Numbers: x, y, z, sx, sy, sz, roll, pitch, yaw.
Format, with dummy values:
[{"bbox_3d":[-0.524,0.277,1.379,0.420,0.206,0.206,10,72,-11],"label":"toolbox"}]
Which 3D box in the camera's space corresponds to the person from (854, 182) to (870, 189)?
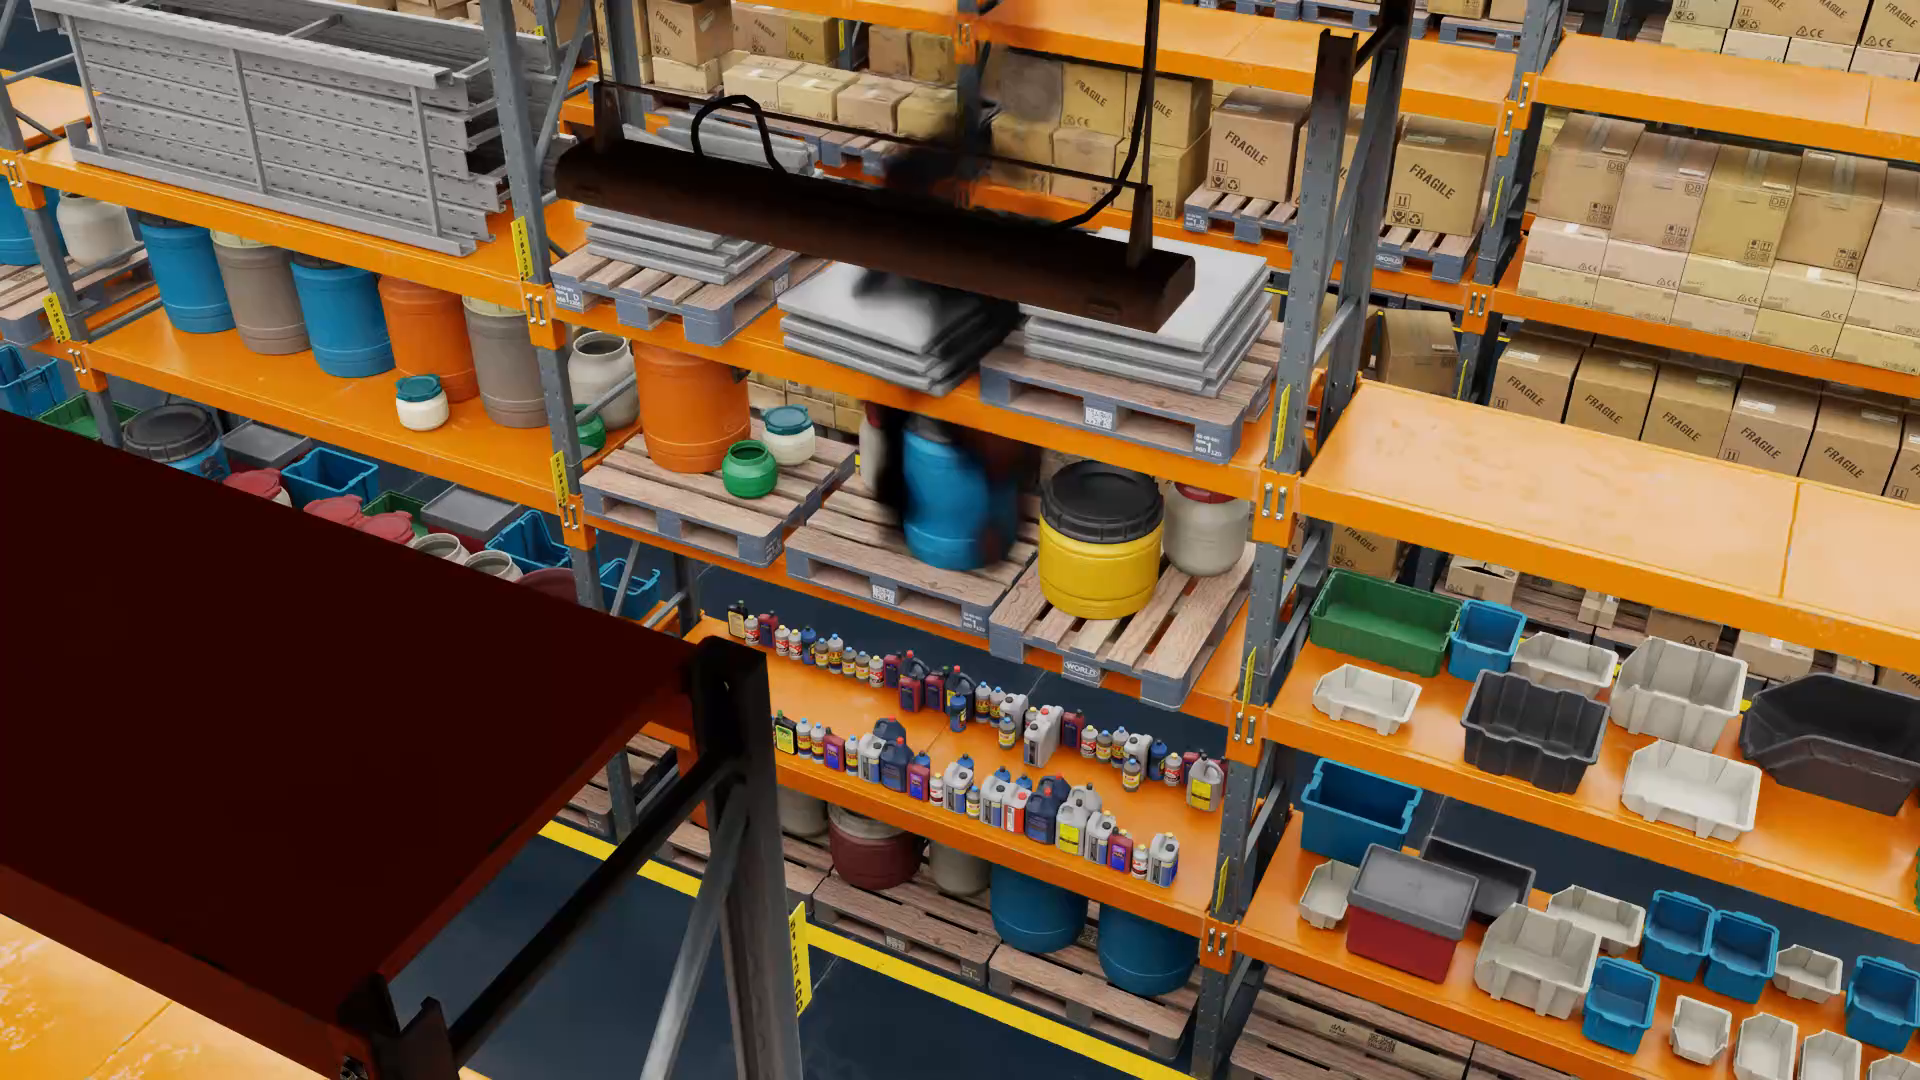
[{"bbox_3d":[-0.963,-2.767,16.445,0.548,1.595,0.640,18,39,24],"label":"person"}]
